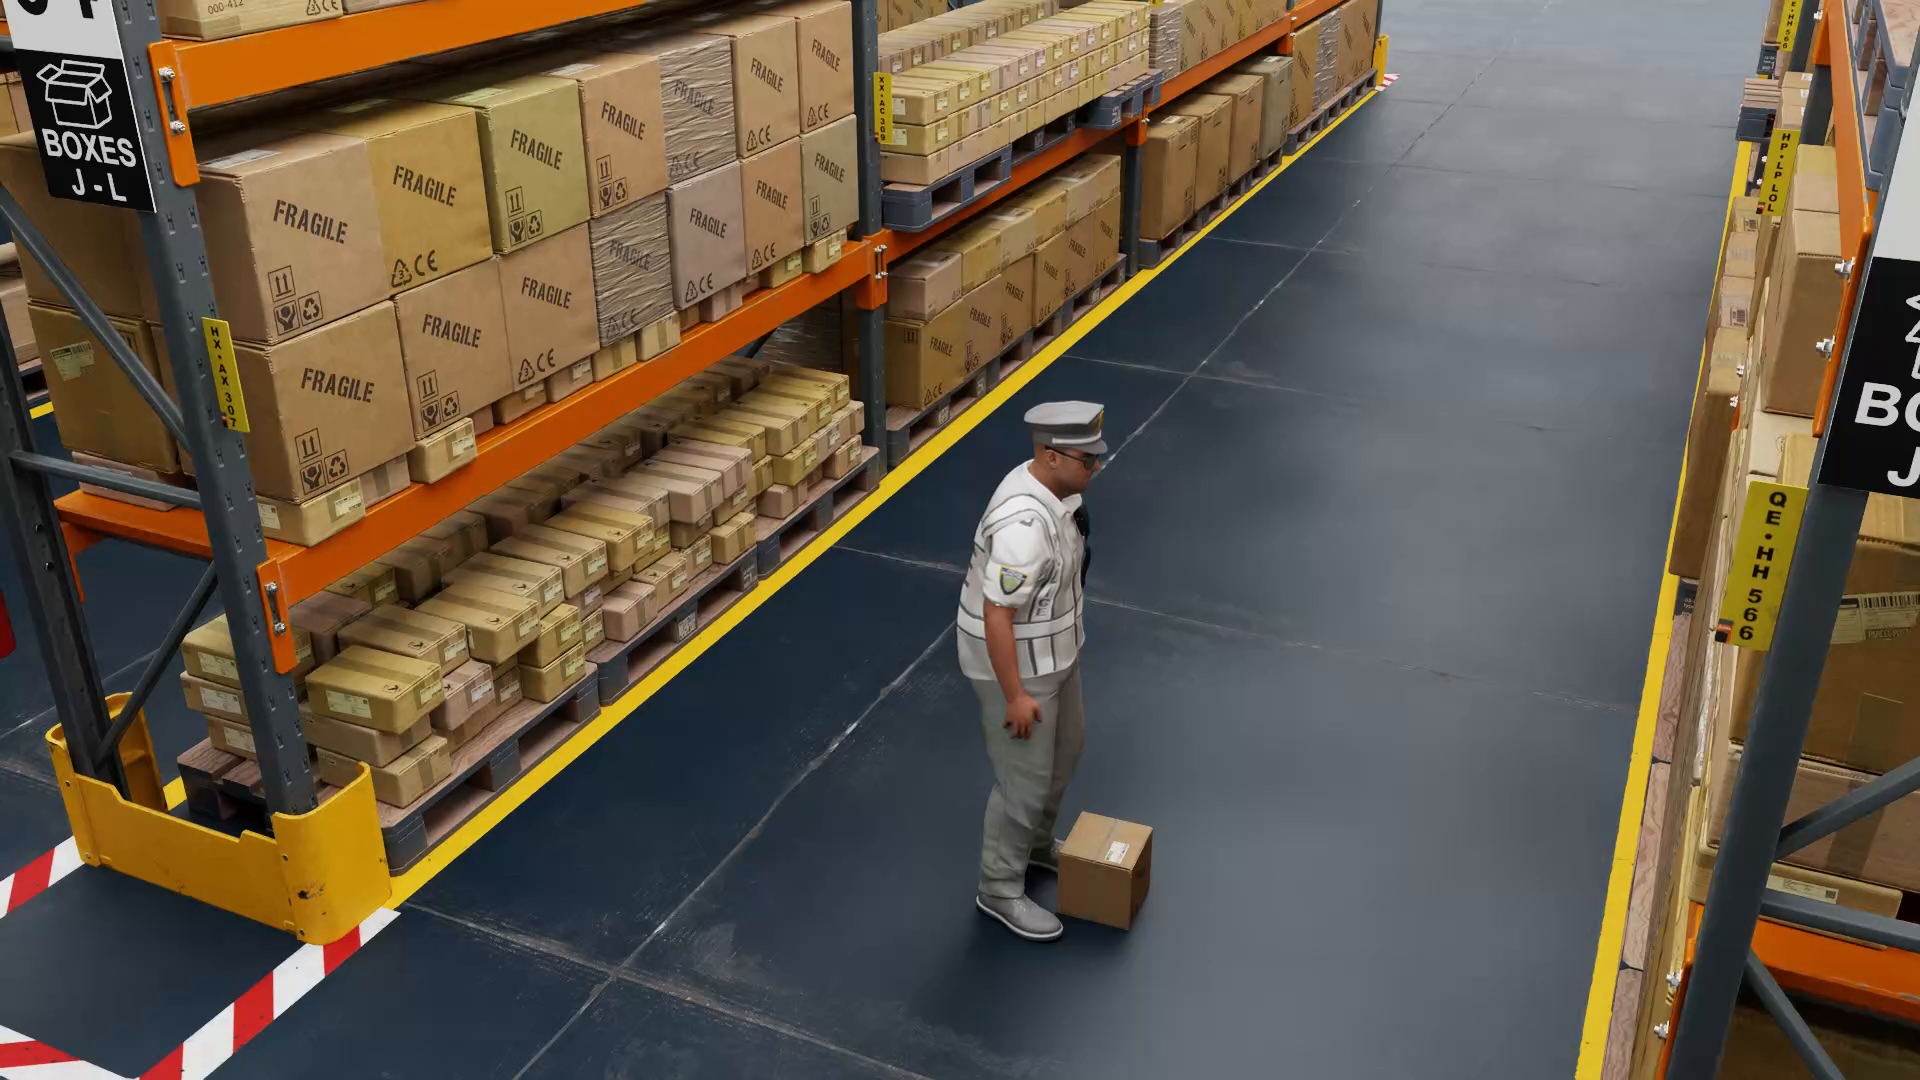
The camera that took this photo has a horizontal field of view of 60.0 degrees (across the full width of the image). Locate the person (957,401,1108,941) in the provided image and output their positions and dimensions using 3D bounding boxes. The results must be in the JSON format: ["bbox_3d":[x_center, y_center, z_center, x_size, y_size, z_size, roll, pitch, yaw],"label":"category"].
[{"bbox_3d":[0.227,0.381,5.321,0.437,1.747,0.602,10,28,19],"label":"person"}]
